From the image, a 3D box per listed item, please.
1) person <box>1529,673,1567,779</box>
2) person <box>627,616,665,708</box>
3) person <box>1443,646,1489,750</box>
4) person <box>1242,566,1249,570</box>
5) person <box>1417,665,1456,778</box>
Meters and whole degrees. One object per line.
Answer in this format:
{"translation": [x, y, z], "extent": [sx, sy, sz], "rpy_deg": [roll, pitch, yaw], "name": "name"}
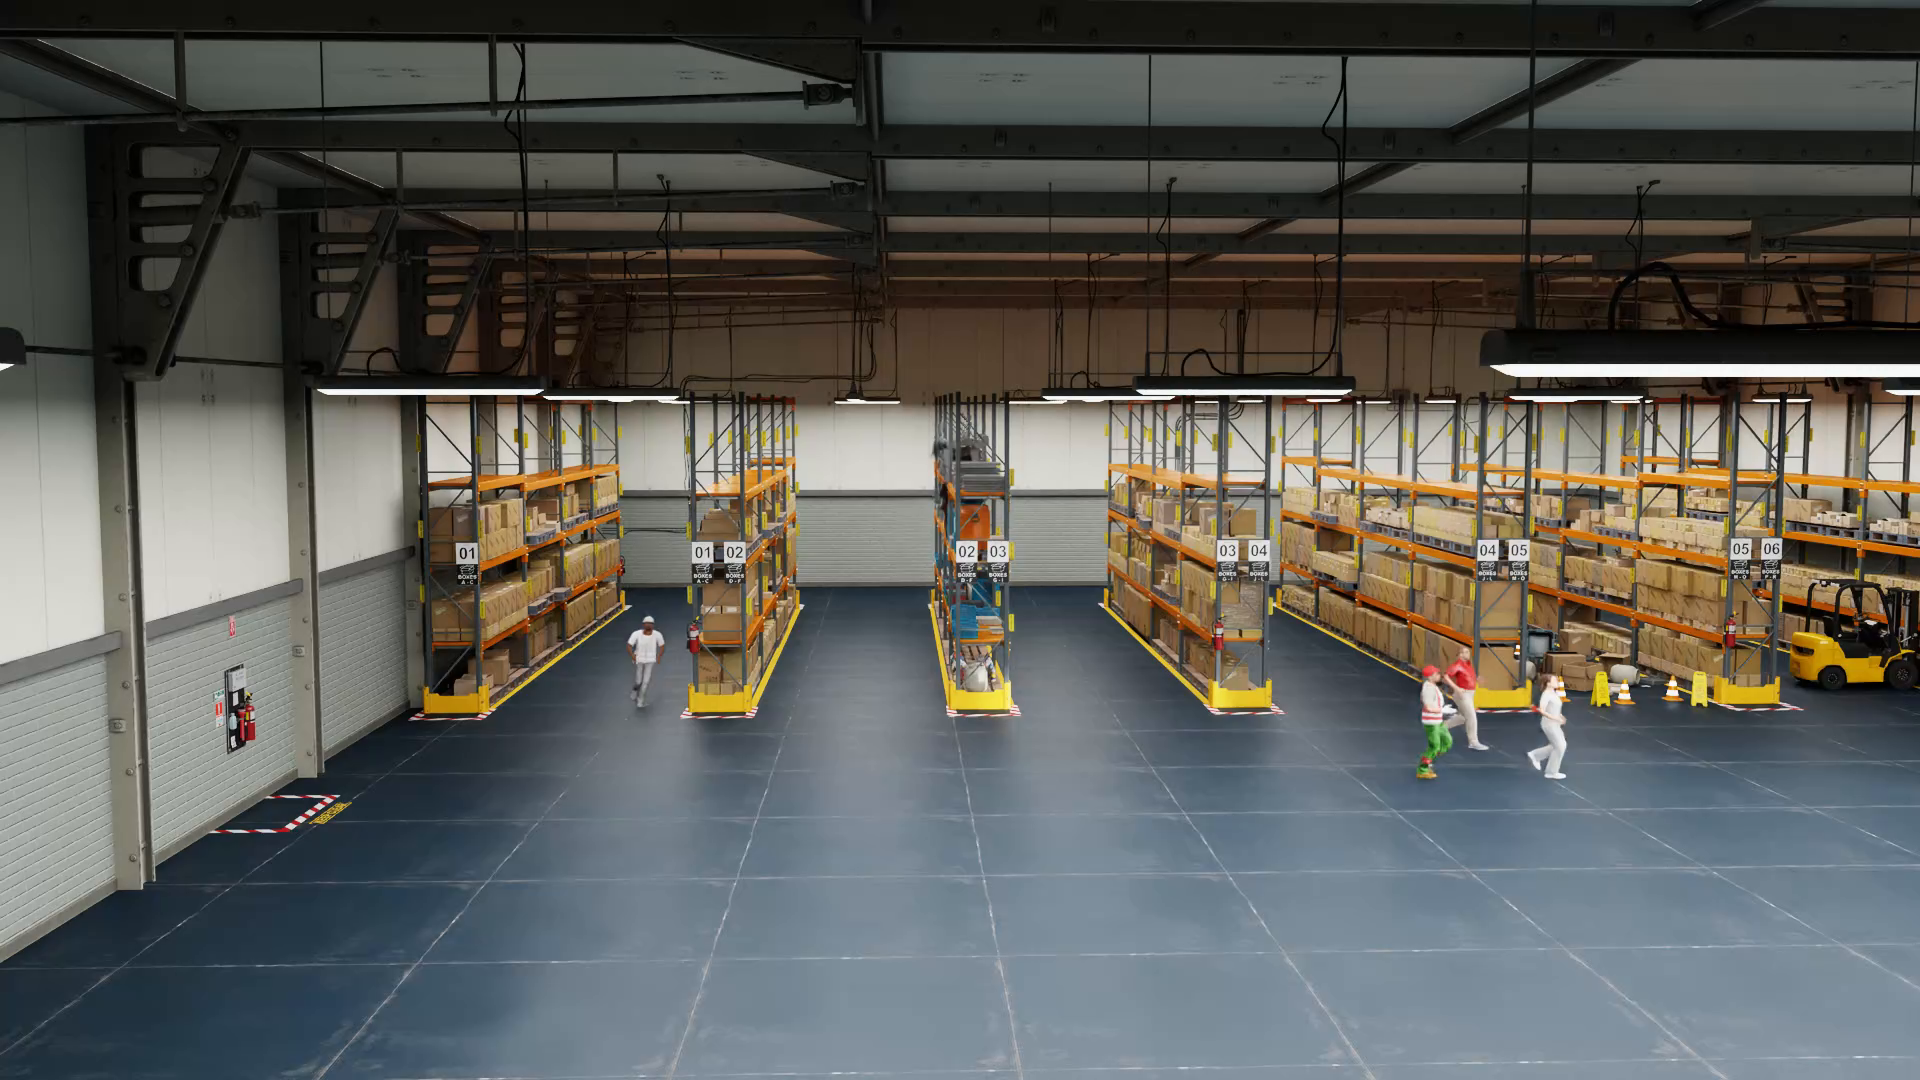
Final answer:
{"translation": [9.068, 2.857, 25.644], "extent": [0.594, 1.618, 0.562], "rpy_deg": [3, 5, 32], "name": "person"}
{"translation": [-5.996, 2.312, 31.817], "extent": [0.727, 1.724, 0.693], "rpy_deg": [-1, 5, -17], "name": "person"}
{"translation": [8.433, 2.626, 27.891], "extent": [0.943, 1.698, 0.673], "rpy_deg": [3, 6, 37], "name": "person"}
{"translation": [8.027, 1.069, 47.548], "extent": [0.608, 1.689, 0.828], "rpy_deg": [3, 5, 29], "name": "person"}
{"translation": [7.316, 2.791, 25.498], "extent": [0.601, 1.746, 0.641], "rpy_deg": [2, 5, 24], "name": "person"}
